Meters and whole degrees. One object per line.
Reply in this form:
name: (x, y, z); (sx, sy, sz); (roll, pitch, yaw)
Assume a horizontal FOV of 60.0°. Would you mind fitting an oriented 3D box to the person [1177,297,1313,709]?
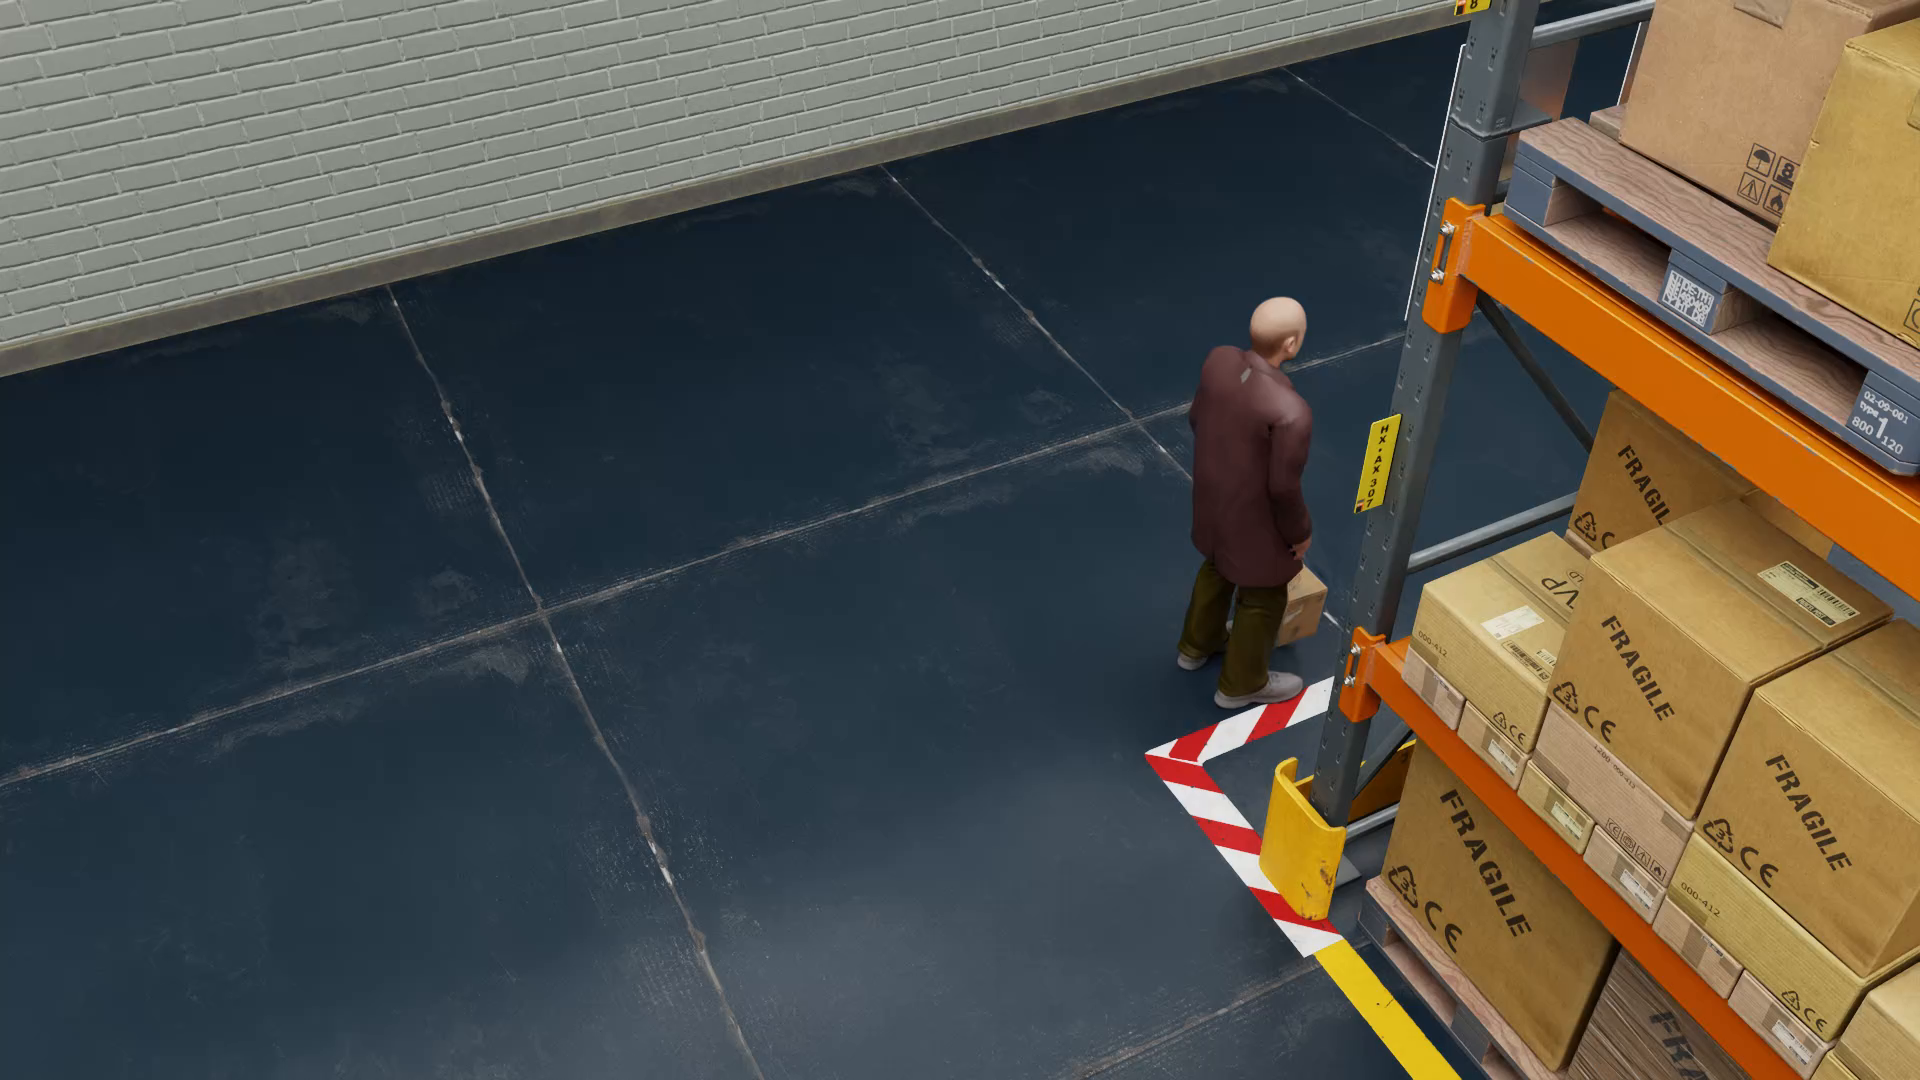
person: (1.096, -0.136, 6.327); (0.425, 1.775, 0.607); (-20, 45, -22)
